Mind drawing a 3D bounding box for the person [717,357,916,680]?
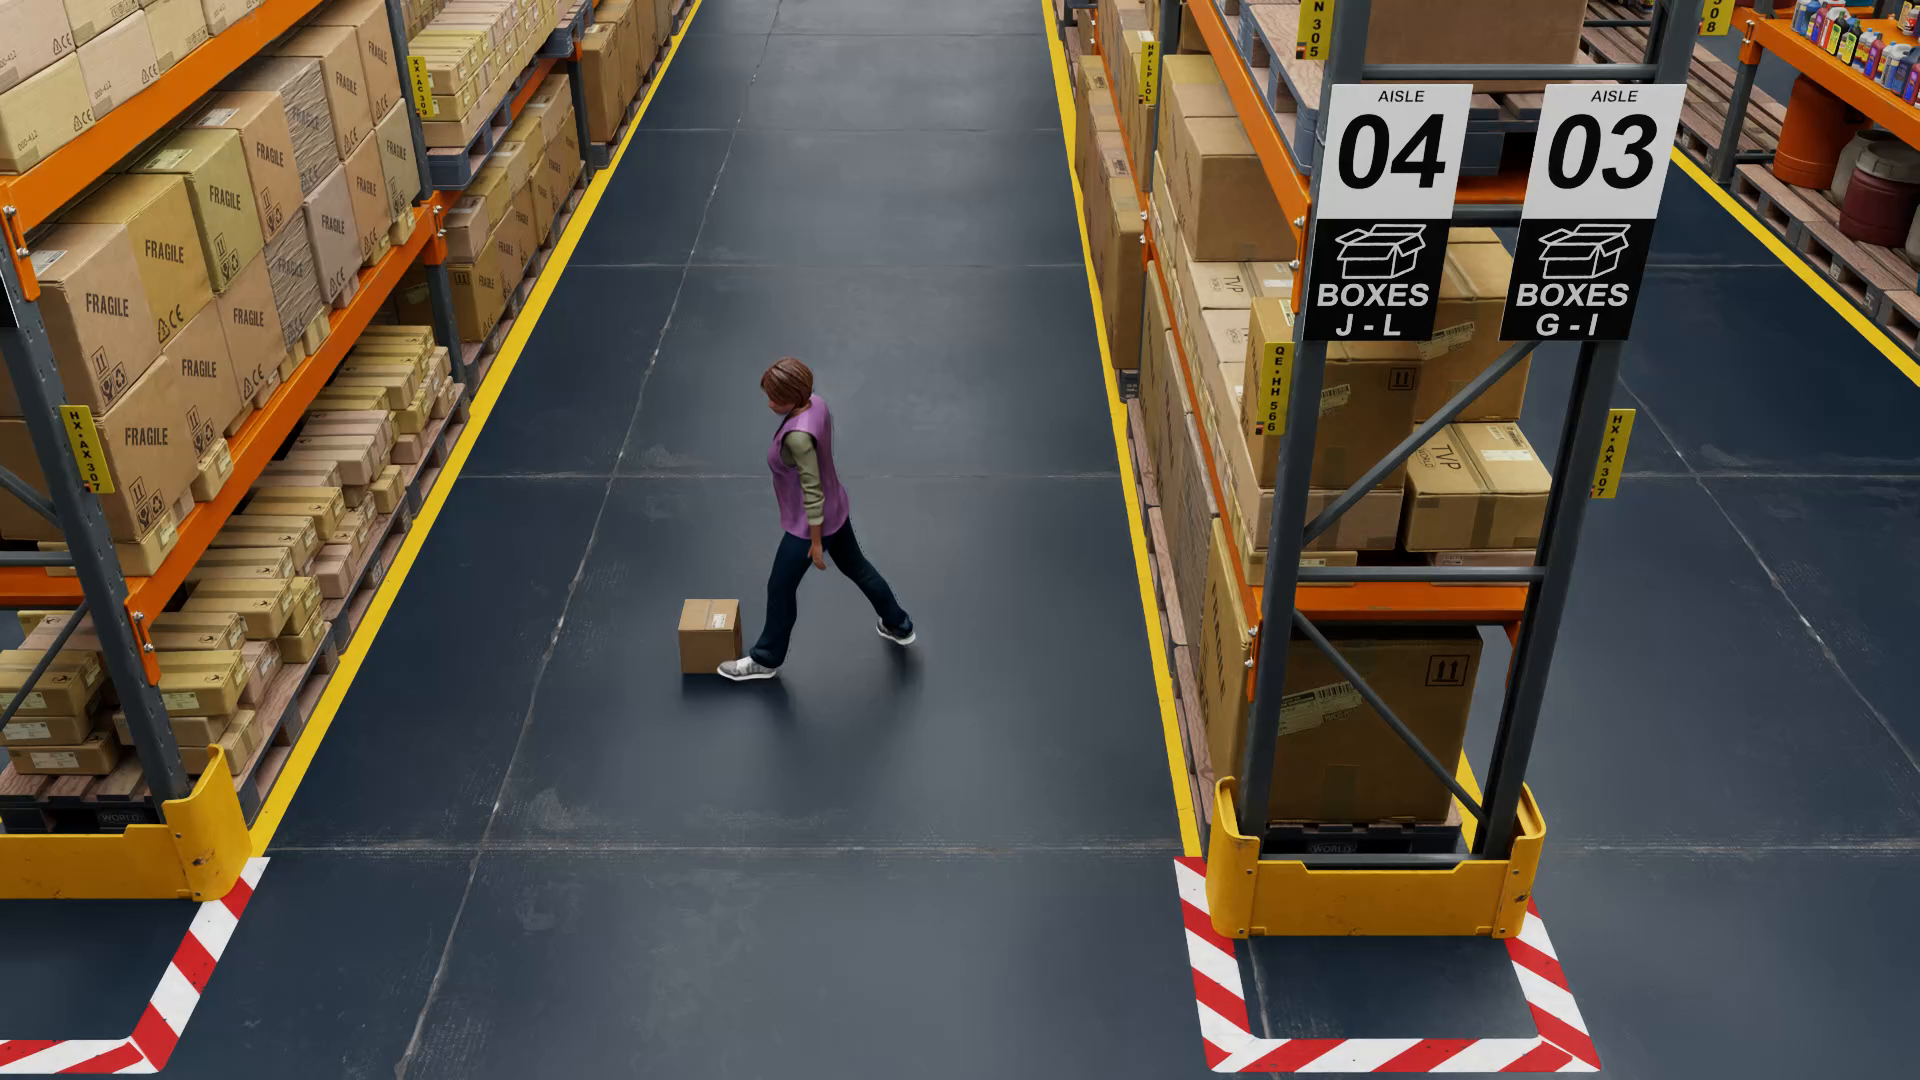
[{"bbox_3d":[-0.644,-0.116,7.336,0.848,1.545,0.552,6,32,9],"label":"person"}]
